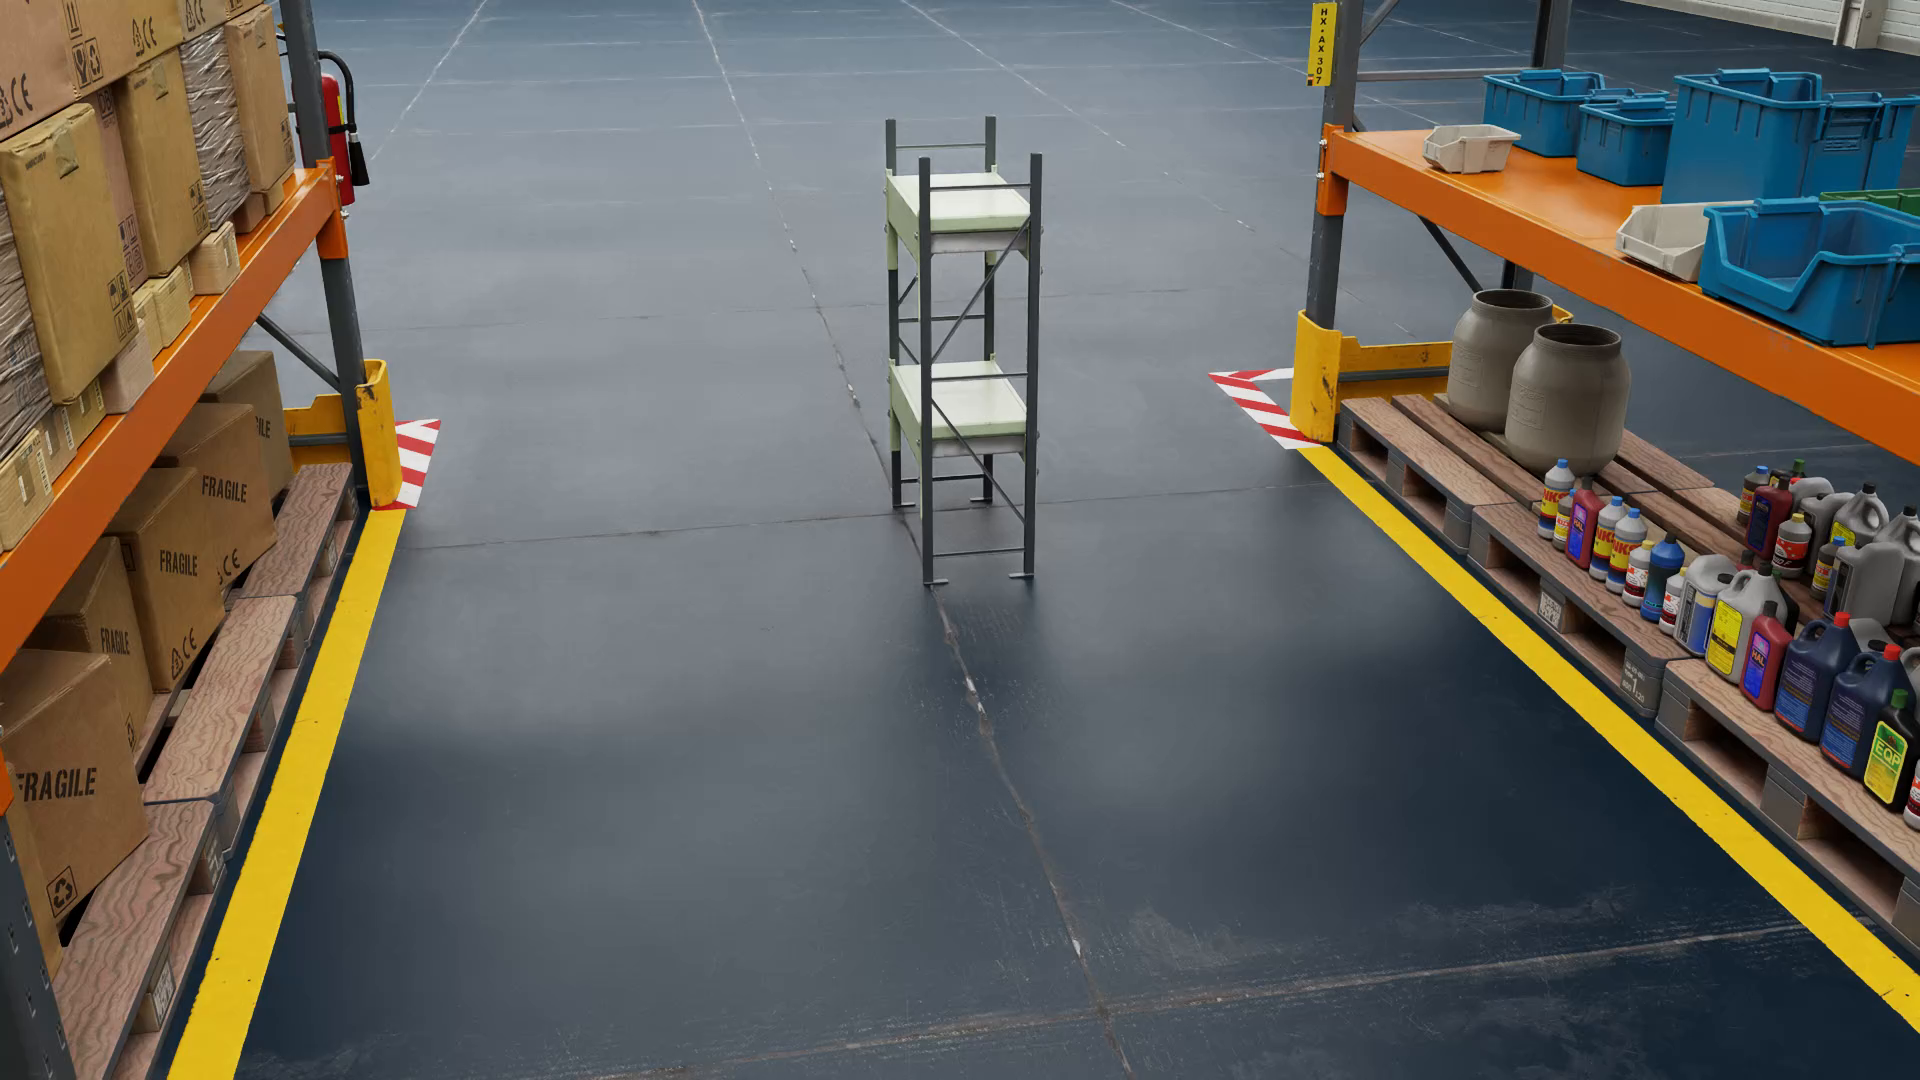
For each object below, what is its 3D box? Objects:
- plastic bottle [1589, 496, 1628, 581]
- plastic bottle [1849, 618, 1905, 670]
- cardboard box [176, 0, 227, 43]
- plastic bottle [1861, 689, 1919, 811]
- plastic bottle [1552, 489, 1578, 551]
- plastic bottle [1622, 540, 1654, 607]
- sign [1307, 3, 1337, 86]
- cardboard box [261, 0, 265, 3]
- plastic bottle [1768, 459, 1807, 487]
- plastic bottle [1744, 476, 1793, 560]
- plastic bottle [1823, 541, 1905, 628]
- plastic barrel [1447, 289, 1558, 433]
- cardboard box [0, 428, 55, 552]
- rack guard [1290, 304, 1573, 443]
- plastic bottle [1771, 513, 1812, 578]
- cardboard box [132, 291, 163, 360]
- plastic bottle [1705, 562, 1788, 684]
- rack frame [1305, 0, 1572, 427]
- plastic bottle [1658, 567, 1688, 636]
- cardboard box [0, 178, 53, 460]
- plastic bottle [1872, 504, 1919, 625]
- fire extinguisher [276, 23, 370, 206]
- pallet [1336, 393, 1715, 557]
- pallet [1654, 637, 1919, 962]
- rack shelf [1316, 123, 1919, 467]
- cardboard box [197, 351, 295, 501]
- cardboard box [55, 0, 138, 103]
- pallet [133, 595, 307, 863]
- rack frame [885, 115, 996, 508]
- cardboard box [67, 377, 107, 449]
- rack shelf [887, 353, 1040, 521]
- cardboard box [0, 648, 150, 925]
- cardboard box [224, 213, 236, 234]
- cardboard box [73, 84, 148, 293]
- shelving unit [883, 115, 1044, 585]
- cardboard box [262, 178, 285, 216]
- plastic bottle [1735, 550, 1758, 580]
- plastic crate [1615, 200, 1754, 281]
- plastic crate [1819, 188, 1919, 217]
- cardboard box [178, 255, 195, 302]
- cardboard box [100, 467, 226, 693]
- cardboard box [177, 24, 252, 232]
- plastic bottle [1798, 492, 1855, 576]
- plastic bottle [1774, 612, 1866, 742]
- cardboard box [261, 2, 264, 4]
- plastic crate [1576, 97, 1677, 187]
[{"bbox_3d":[2.108,-0.010,5.385,0.097,0.271,0.097,0,24,0],"label":"plastic bottle"},{"bbox_3d":[2.459,0.361,4.528,0.152,0.276,0.135,-4,24,-10],"label":"plastic bottle"},{"bbox_3d":[-2.319,-1.613,4.449,0.500,0.500,0.500,-4,24,-10],"label":"cardboard box"},{"bbox_3d":[2.342,0.522,4.152,0.061,0.283,0.133,-3,24,-7],"label":"plastic bottle"},{"bbox_3d":[2.064,-0.072,5.615,0.097,0.201,0.097,0,24,0],"label":"plastic bottle"},{"bbox_3d":[2.145,0.100,5.220,0.097,0.201,0.097,0,24,0],"label":"plastic bottle"},{"bbox_3d":[1.474,-2.018,6.777,0.100,0.325,0.005,-4,24,-10],"label":"sign"},{"bbox_3d":[-2.507,-2.006,5.349,0.500,0.500,0.500,-4,24,-10],"label":"cardboard box"},{"bbox_3d":[2.826,-0.152,5.695,0.061,0.283,0.133,-4,24,-8],"label":"plastic bottle"},{"bbox_3d":[2.702,-0.088,5.547,0.061,0.283,0.133,-4,24,-10],"label":"plastic bottle"},{"bbox_3d":[2.760,0.121,5.079,0.152,0.276,0.135,-4,24,-10],"label":"plastic bottle"},{"bbox_3d":[2.213,-0.729,6.756,0.421,0.512,0.421,0,24,0],"label":"plastic barrel"},{"bbox_3d":[-1.890,-0.081,3.002,0.380,0.149,0.250,-4,24,-10],"label":"cardboard box"},{"bbox_3d":[2.076,-0.758,7.362,1.175,0.500,0.348,-4,24,-10],"label":"rack guard"},{"bbox_3d":[2.713,0.013,5.419,0.097,0.201,0.097,0,24,0],"label":"plastic bottle"},{"bbox_3d":[-2.111,-0.472,3.896,0.380,0.149,0.250,-4,24,-10],"label":"cardboard box"},{"bbox_3d":[2.258,0.221,4.756,0.144,0.351,0.185,-4,24,-10],"label":"plastic bottle"},{"bbox_3d":[2.016,-1.930,6.922,1.000,3.000,0.127,-4,24,-10],"label":"rack frame"},{"bbox_3d":[2.183,0.181,5.035,0.097,0.201,0.097,0,24,0],"label":"plastic bottle"},{"bbox_3d":[-2.134,-0.354,2.816,0.875,0.500,0.500,-4,24,-10],"label":"cardboard box"},{"bbox_3d":[2.901,0.066,5.112,0.144,0.351,0.185,-4,24,-10],"label":"plastic bottle"},{"bbox_3d":[-2.420,-1.607,6.279,0.296,0.674,0.183,-4,24,-10],"label":"fire extinguisher"},{"bbox_3d":[2.221,-0.306,6.687,1.003,0.211,1.213,-4,24,-10],"label":"pallet"},{"bbox_3d":[2.672,0.654,4.489,1.003,0.211,1.213,-4,24,-10],"label":"pallet"},{"bbox_3d":[2.386,-0.814,5.264,1.077,0.370,4.000,-4,24,-10],"label":"rack shelf"},{"bbox_3d":[-2.753,-0.364,5.933,0.500,0.500,0.500,0,24,0],"label":"cardboard box"},{"bbox_3d":[-2.131,-1.220,3.549,0.500,0.500,0.500,-4,24,-10],"label":"cardboard box"},{"bbox_3d":[-2.500,0.545,4.738,1.003,0.211,1.213,-4,24,-10],"label":"pallet"},{"bbox_3d":[-0.069,-0.834,6.285,0.400,1.500,0.023,-4,24,-10],"label":"rack frame"},{"bbox_3d":[-2.019,-0.275,3.446,0.380,0.149,0.250,-4,24,-10],"label":"cardboard box"},{"bbox_3d":[-0.001,-0.391,6.086,0.431,0.370,0.720,-4,24,-10],"label":"rack shelf"},{"bbox_3d":[-2.260,0.578,3.778,0.500,0.500,0.500,3,24,7],"label":"cardboard box"},{"bbox_3d":[-2.417,-0.958,5.009,0.380,0.149,0.250,-4,24,-10],"label":"cardboard box"},{"bbox_3d":[-2.384,-0.742,3.706,0.875,0.500,0.500,-4,24,-10],"label":"cardboard box"},{"bbox_3d":[-0.001,-0.690,5.956,0.431,1.500,0.755,-4,24,-10],"label":"shelving unit"},{"bbox_3d":[-2.454,-1.159,5.469,0.380,0.149,0.250,-4,24,-10],"label":"cardboard box"},{"bbox_3d":[2.336,0.180,4.935,0.061,0.283,0.133,-4,24,-10],"label":"plastic bottle"},{"bbox_3d":[2.206,-0.856,4.791,0.530,0.136,0.437,-4,24,-10],"label":"plastic crate"},{"bbox_3d":[2.782,-0.815,4.632,0.450,0.188,0.662,-4,24,-10],"label":"plastic crate"},{"bbox_3d":[-2.237,-0.666,4.341,0.380,0.149,0.250,-4,24,-10],"label":"cardboard box"},{"bbox_3d":[-2.511,0.117,4.834,0.500,0.500,0.500,-2,24,-5],"label":"cardboard box"},{"bbox_3d":[-2.517,-1.140,4.615,0.875,0.500,0.500,-4,24,-10],"label":"cardboard box"},{"bbox_3d":[2.832,-0.038,5.442,0.152,0.276,0.135,-5,24,-11],"label":"plastic bottle"},{"bbox_3d":[2.318,0.348,4.465,0.144,0.351,0.185,-6,24,-12],"label":"plastic bottle"},{"bbox_3d":[-2.777,-1.527,5.503,0.875,0.500,0.500,-4,24,-10],"label":"cardboard box"},{"bbox_3d":[2.517,-1.431,5.966,0.499,0.251,0.408,-4,24,-10],"label":"plastic crate"}]
